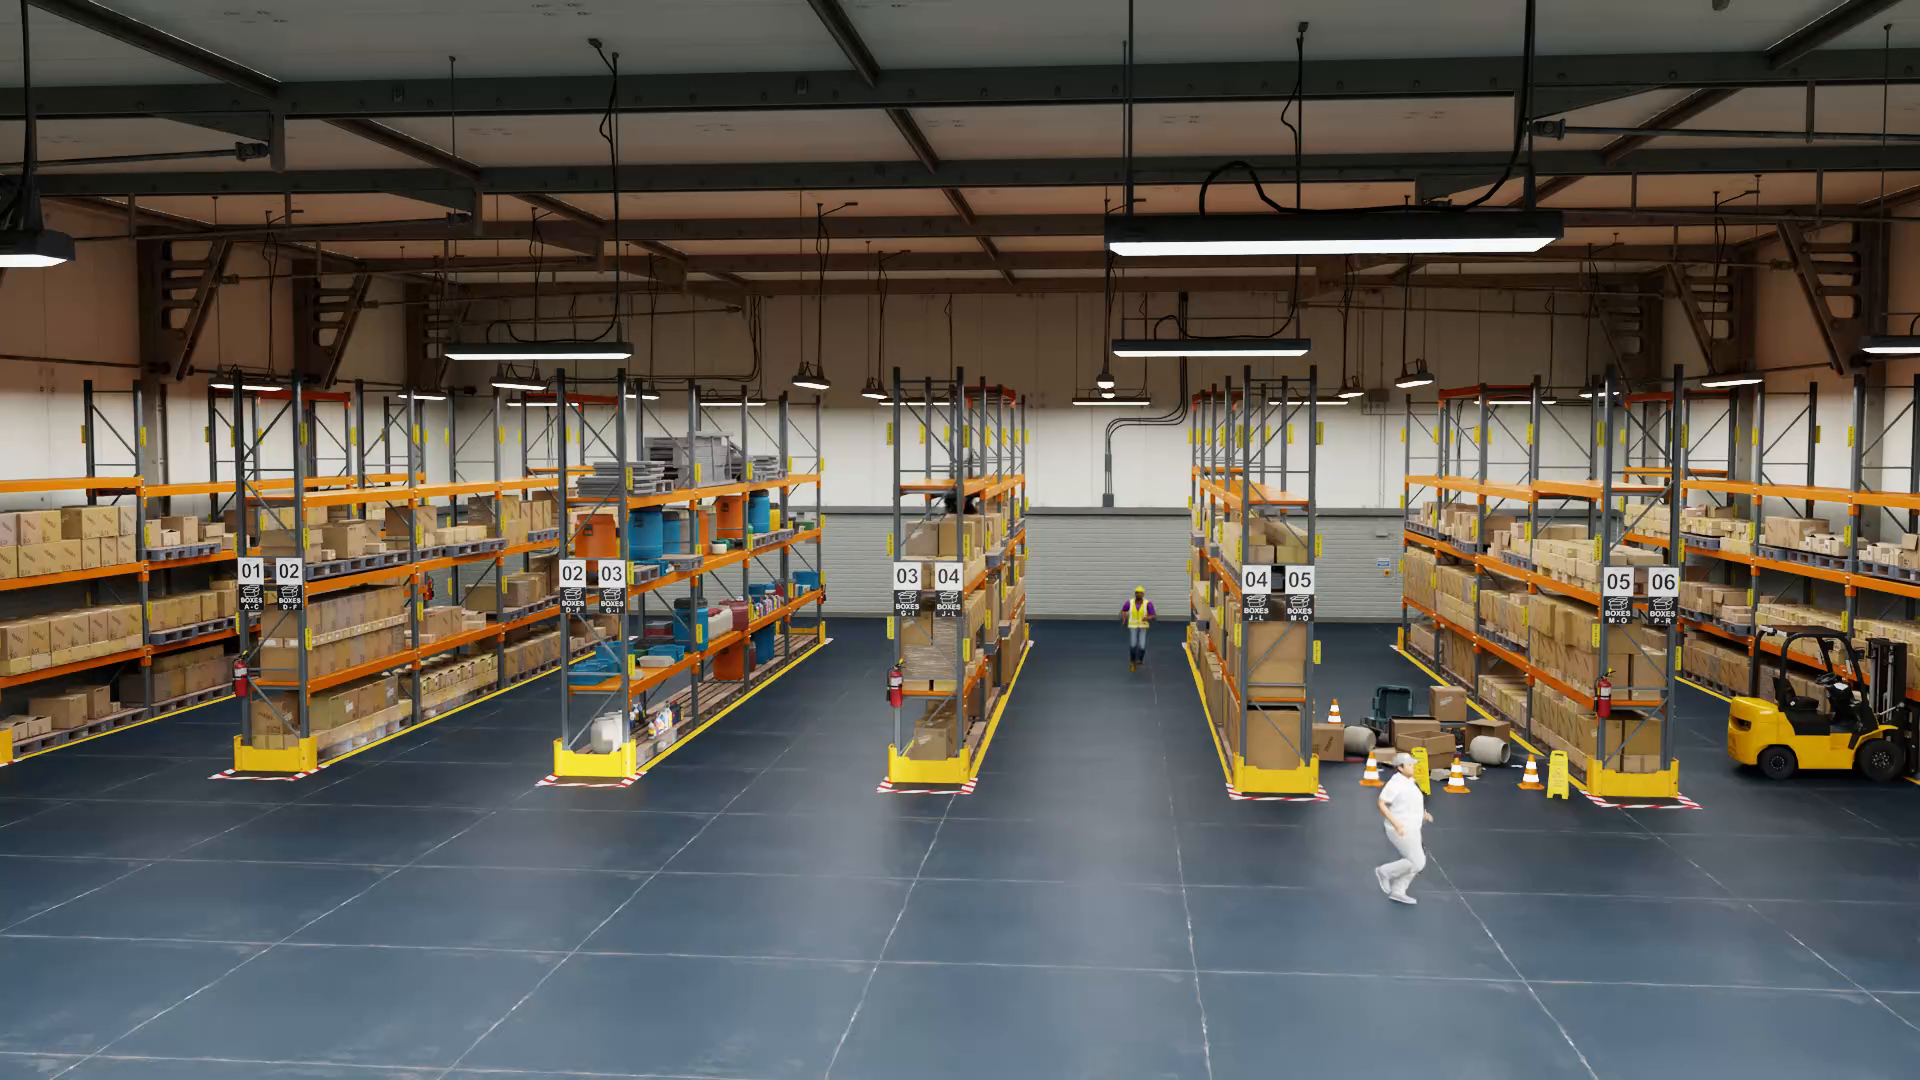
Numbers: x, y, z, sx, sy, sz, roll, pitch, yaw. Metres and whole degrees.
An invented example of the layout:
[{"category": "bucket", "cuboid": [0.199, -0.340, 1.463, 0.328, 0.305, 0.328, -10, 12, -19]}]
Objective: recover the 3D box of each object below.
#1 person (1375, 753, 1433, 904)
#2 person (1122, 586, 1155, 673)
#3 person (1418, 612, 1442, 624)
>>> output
[{"category": "person", "cuboid": [4.772, 3.089, 17.822, 0.547, 1.624, 0.607, 2, 4, 34]}, {"category": "person", "cuboid": [3.666, 1.850, 34.210, 0.685, 1.798, 0.663, 0, 4, 5]}, {"category": "person", "cuboid": [11.438, 1.637, 40.338, 0.722, 1.784, 0.683, -3, 5, -44]}]
